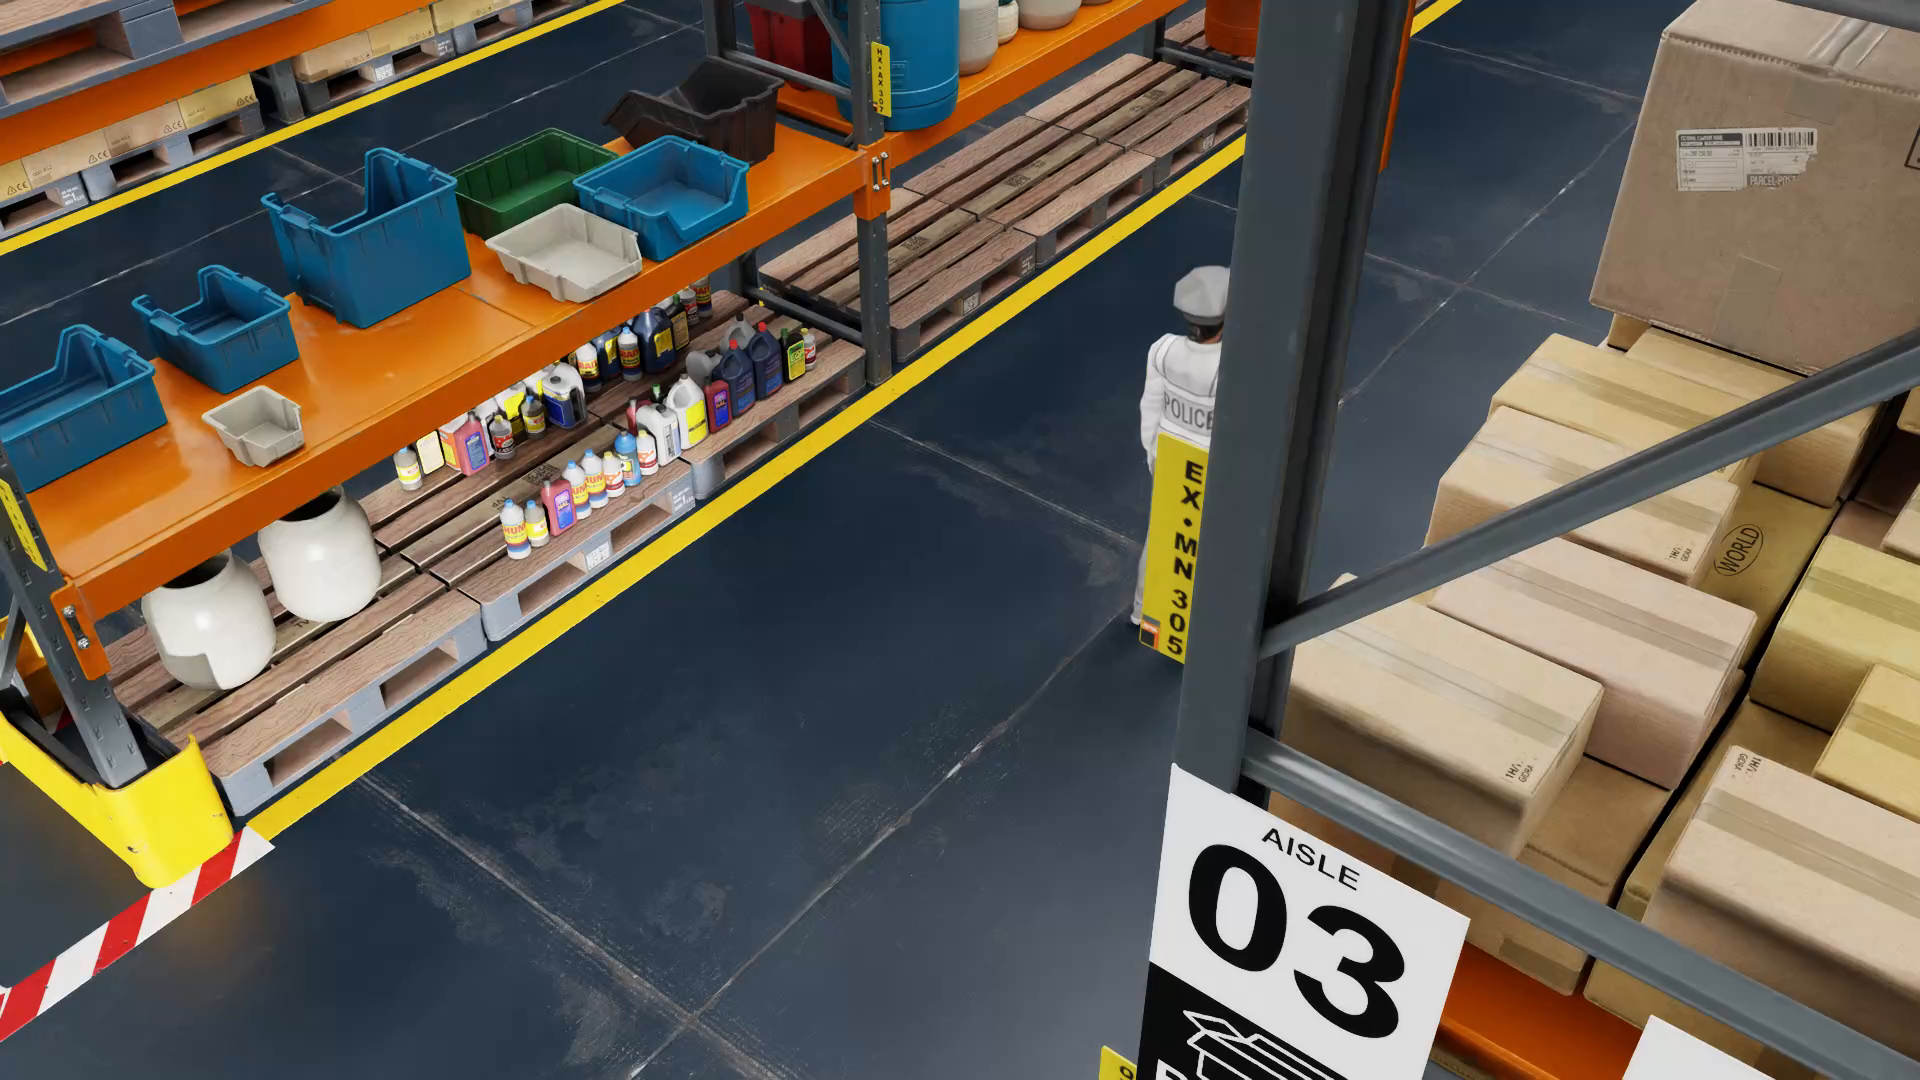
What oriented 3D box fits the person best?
[{"bbox_3d":[0.923,-0.289,6.521,0.472,1.712,0.330,26,46,29],"label":"person"}]
